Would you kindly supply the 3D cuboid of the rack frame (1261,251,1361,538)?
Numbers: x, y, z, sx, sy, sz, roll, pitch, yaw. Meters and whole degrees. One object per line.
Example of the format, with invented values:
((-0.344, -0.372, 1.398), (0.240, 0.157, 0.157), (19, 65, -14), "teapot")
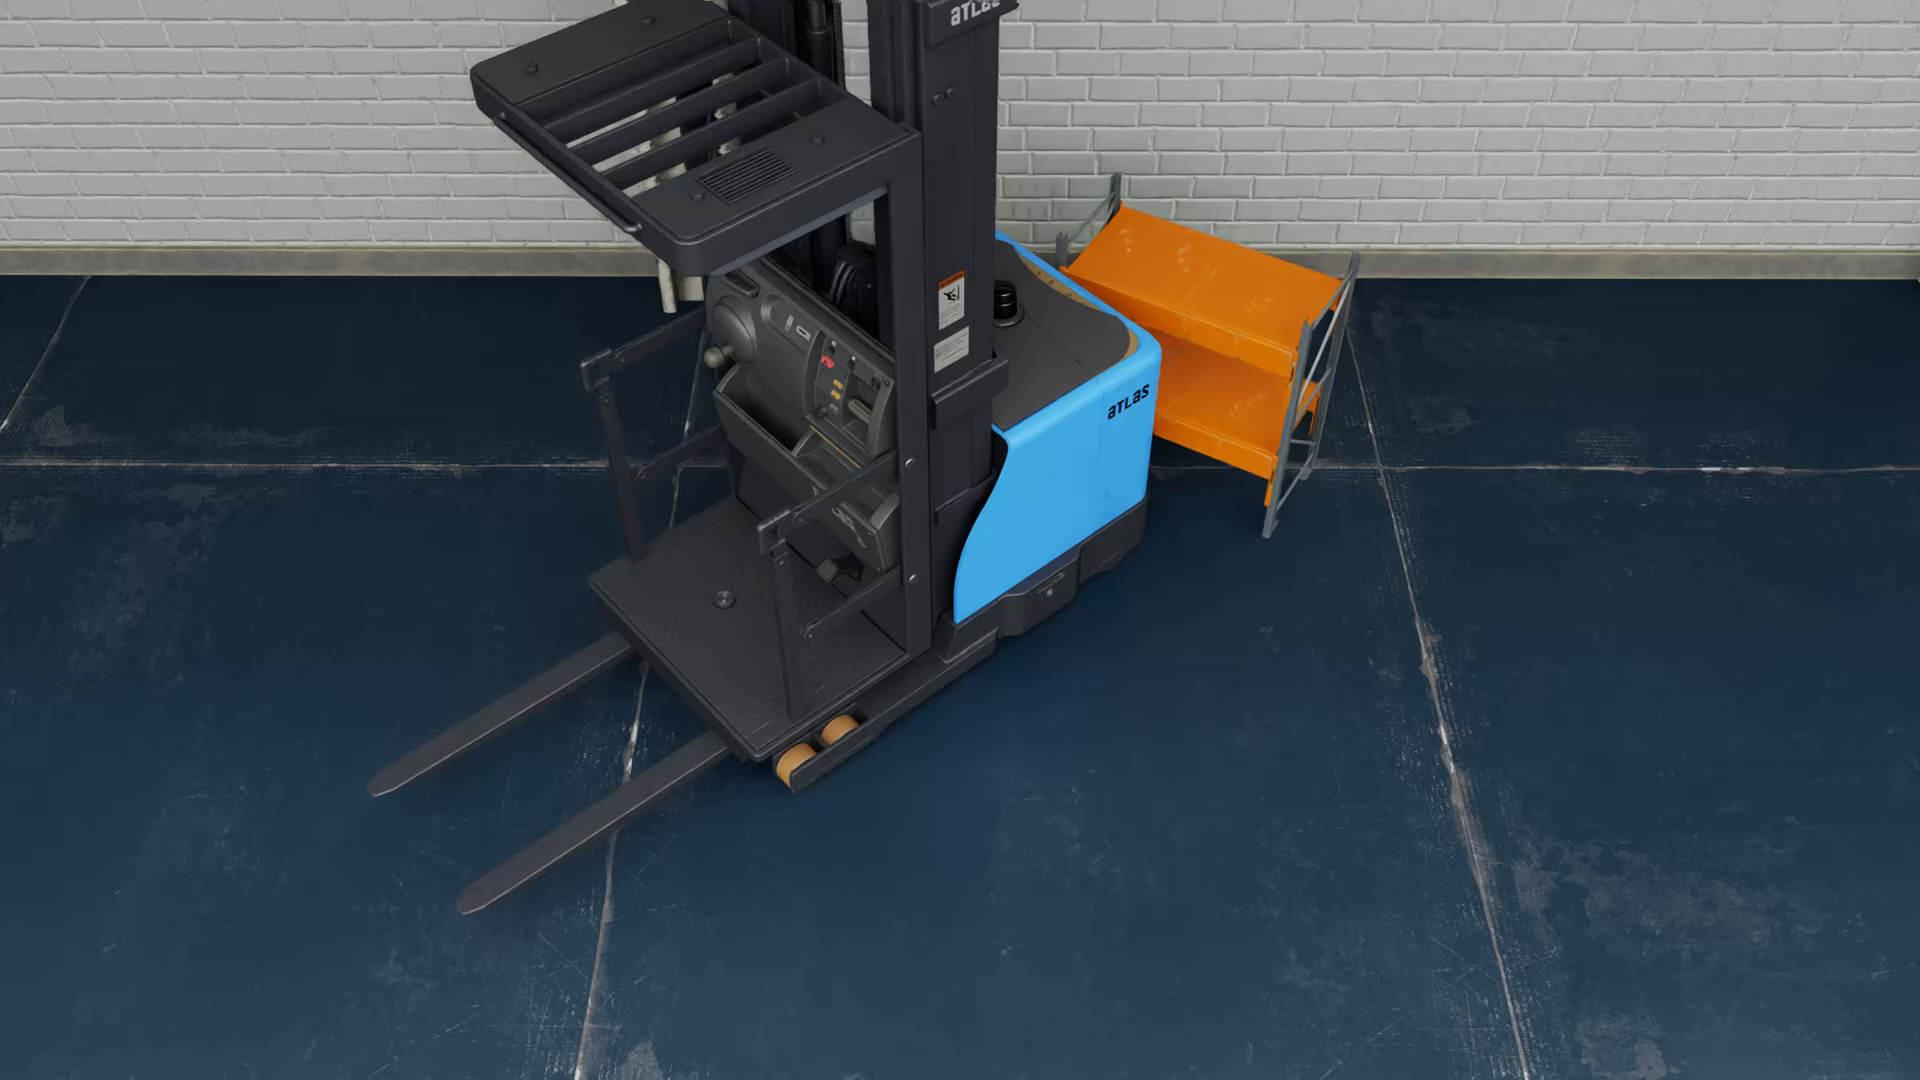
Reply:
((1.383, -0.553, 6.577), (0.032, 1.125, 0.500), (24, 51, 20), "rack frame")

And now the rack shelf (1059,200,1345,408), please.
((0.946, -0.942, 6.540), (1.000, 0.278, 0.538), (24, 51, 20), "rack shelf")

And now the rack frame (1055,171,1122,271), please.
((0.509, -0.933, 6.931), (0.032, 1.125, 0.500), (24, 51, 20), "rack frame")

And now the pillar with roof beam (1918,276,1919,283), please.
((4.789, -1.082, 1.690), (0.400, 9.000, 9.100), (0, 47, 0), "pillar with roof beam")

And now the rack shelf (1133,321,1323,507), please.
((0.946, -0.576, 6.933), (1.000, 0.278, 0.538), (24, 51, 20), "rack shelf")

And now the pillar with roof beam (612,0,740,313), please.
((-1.211, -1.099, 1.706), (0.400, 9.000, 9.100), (0, 47, 0), "pillar with roof beam")

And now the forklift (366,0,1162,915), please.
((-0.690, -0.541, 5.332), (3.031, 2.935, 1.130), (-33, 55, -27), "forklift")

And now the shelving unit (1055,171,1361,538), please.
((0.946, -0.743, 6.754), (1.048, 1.125, 0.538), (24, 51, 20), "shelving unit")
